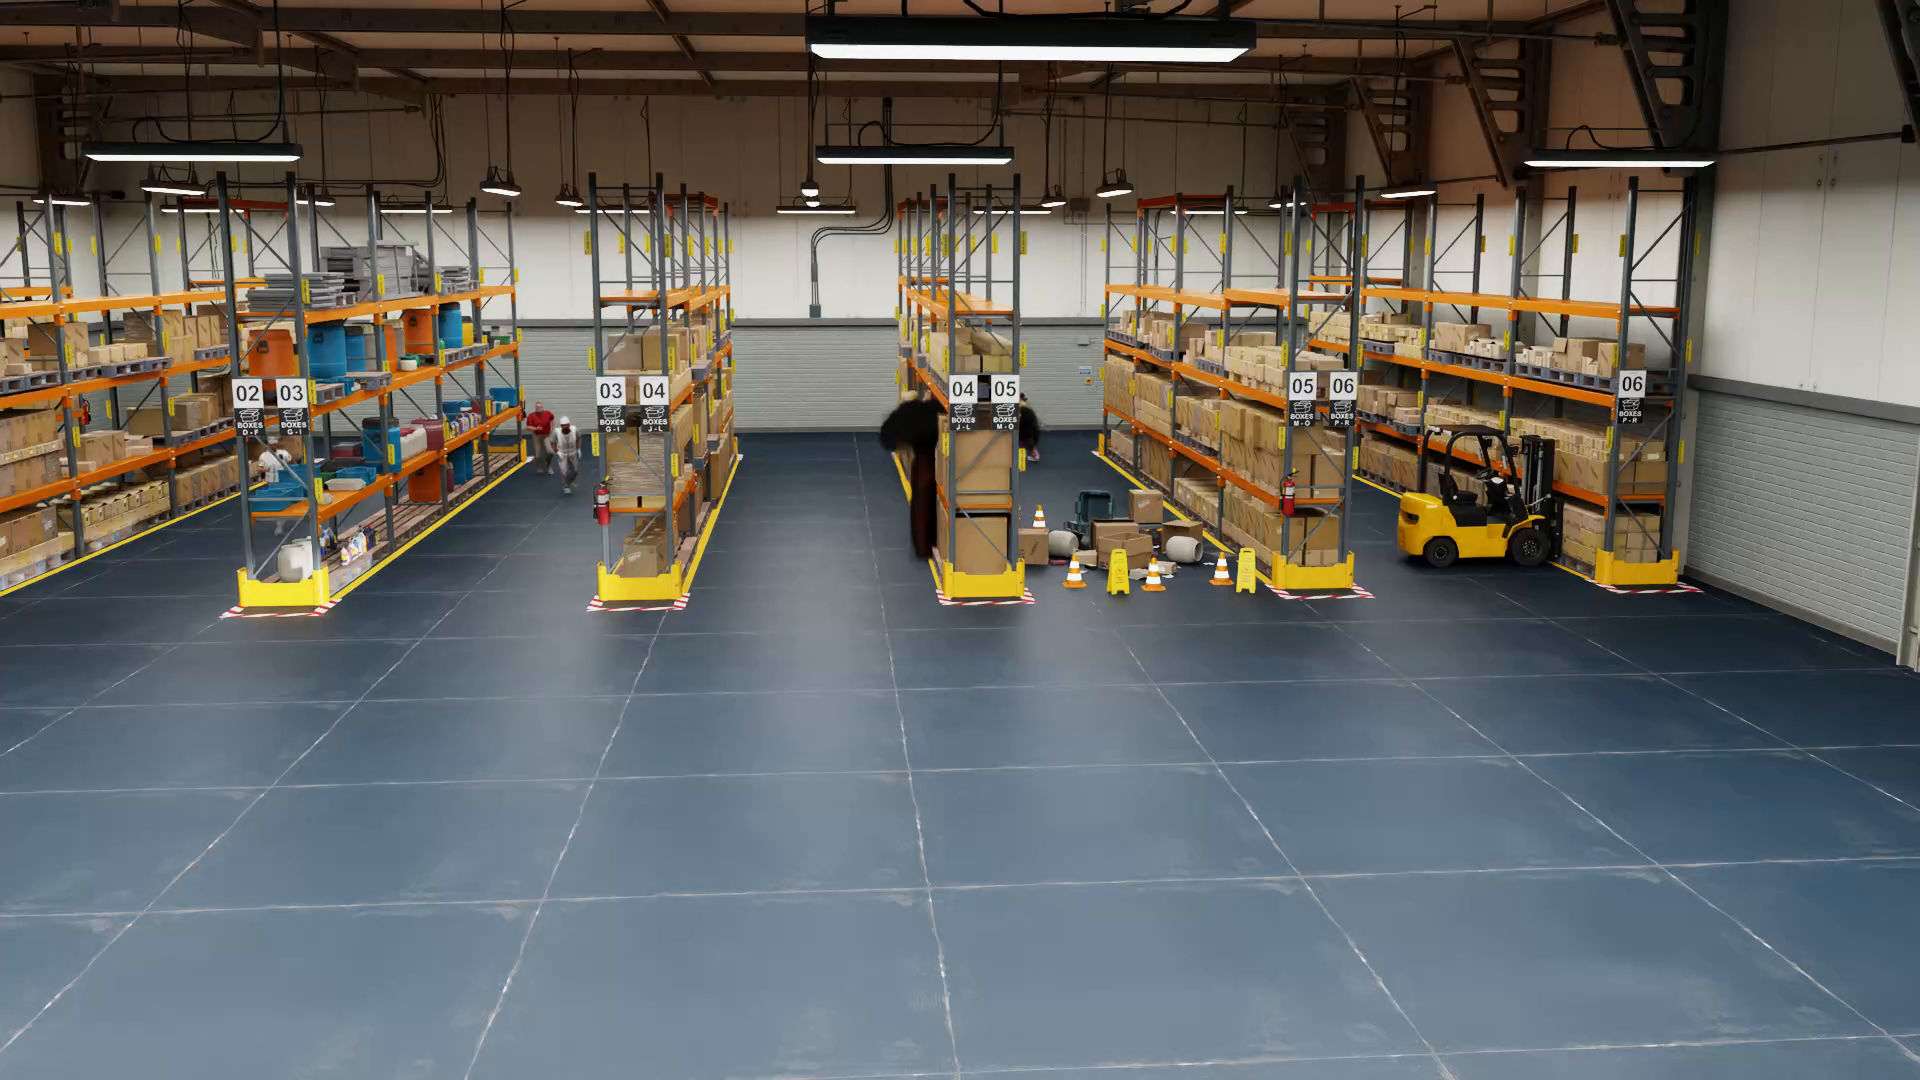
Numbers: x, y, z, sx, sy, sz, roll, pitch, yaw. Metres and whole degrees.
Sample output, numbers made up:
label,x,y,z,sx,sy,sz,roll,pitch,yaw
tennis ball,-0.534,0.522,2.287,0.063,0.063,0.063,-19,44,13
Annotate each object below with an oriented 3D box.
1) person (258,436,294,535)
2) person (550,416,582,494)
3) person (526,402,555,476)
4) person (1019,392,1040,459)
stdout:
label,x,y,z,sx,sy,sz,roll,pitch,yaw
person,-12.090,-0.992,29.430,0.526,1.733,0.863,-1,10,-5
person,-8.032,-1.745,33.900,0.663,1.614,0.937,-6,11,-28
person,-9.210,-2.234,36.653,0.680,1.654,0.951,-4,11,-20
person,1.532,-2.698,39.314,0.866,1.587,0.497,8,13,39
